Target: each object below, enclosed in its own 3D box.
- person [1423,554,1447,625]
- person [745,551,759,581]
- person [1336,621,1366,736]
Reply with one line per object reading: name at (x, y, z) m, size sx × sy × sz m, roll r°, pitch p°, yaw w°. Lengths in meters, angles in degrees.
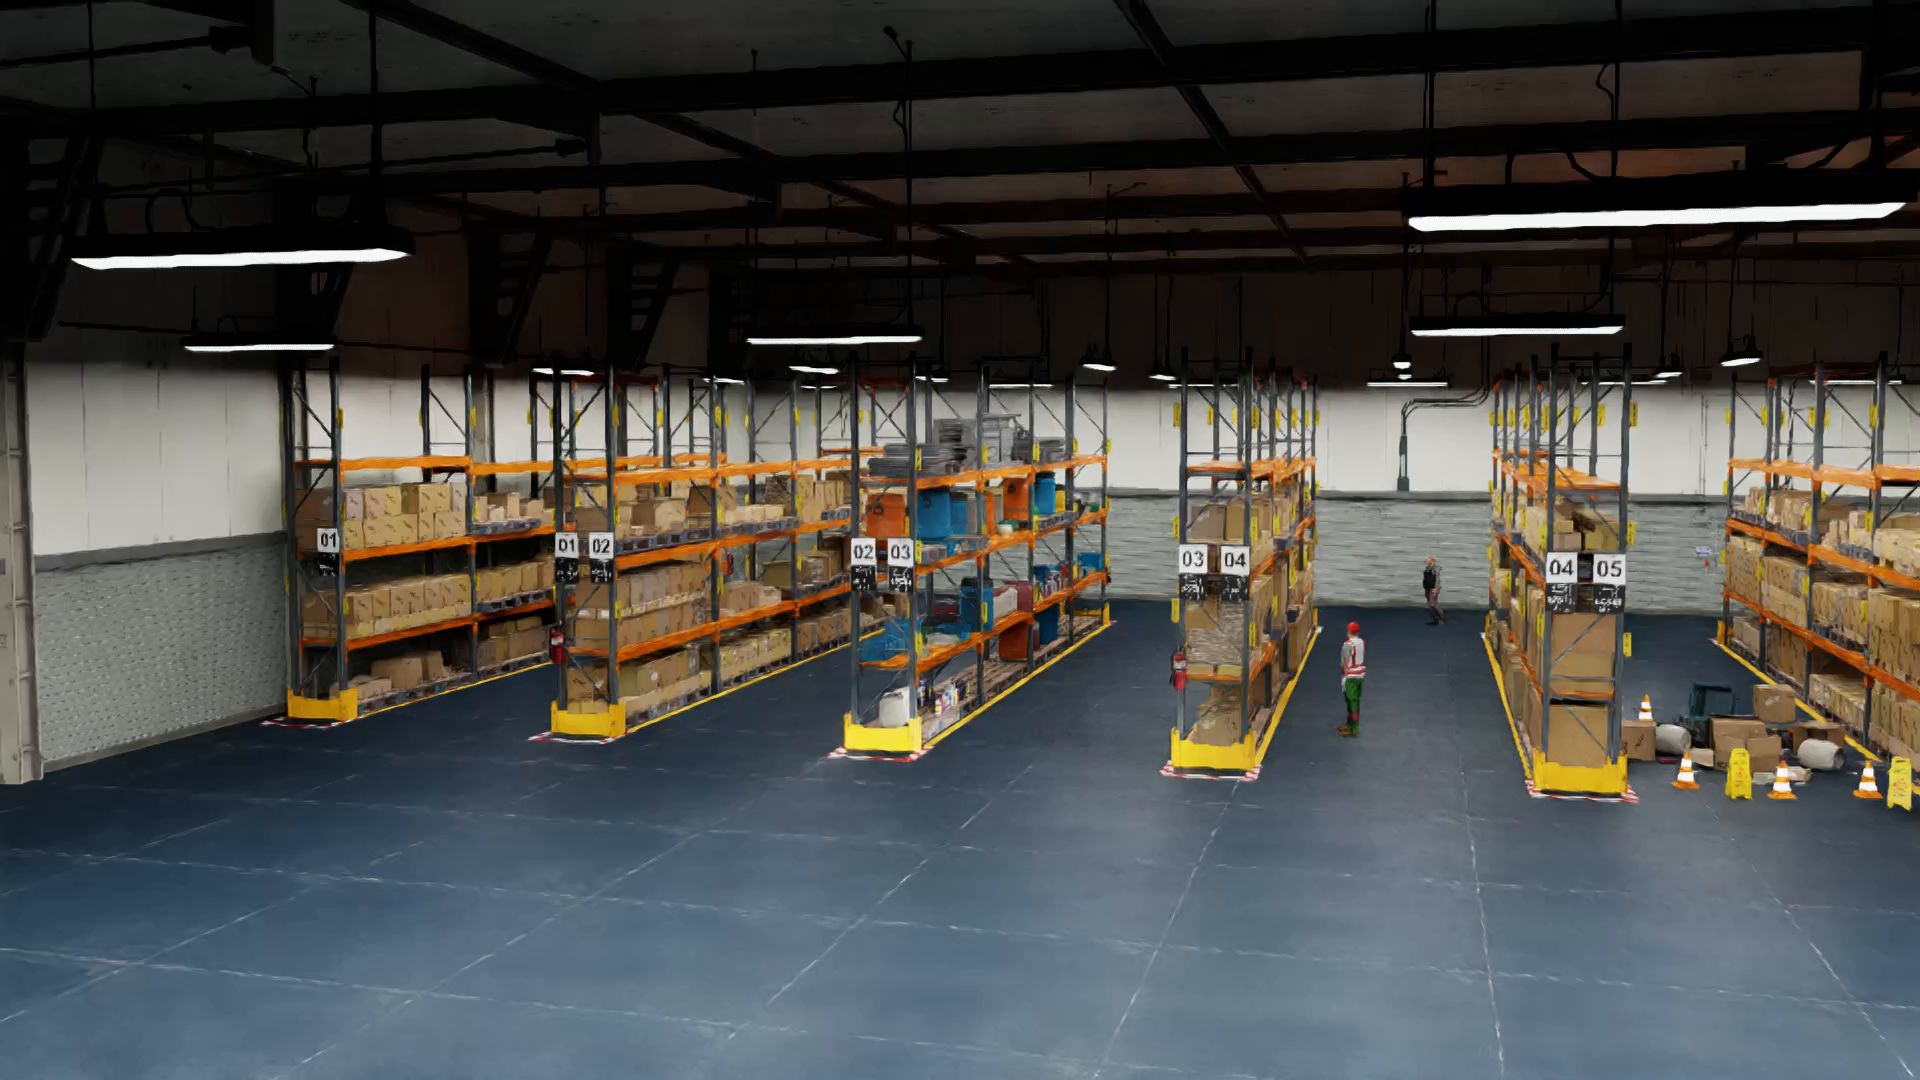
person at (11.450, 1.194, 40.089) m, size 0.466 × 1.712 × 0.698 m, roll -1°, pitch 4°, yaw -15°
person at (-5.194, 1.095, 41.636) m, size 0.384 × 1.676 × 0.518 m, roll 2°, pitch 5°, yaw 24°
person at (6.139, 2.167, 26.238) m, size 0.606 × 1.786 × 0.494 m, roll -4°, pitch 6°, yaw -44°
